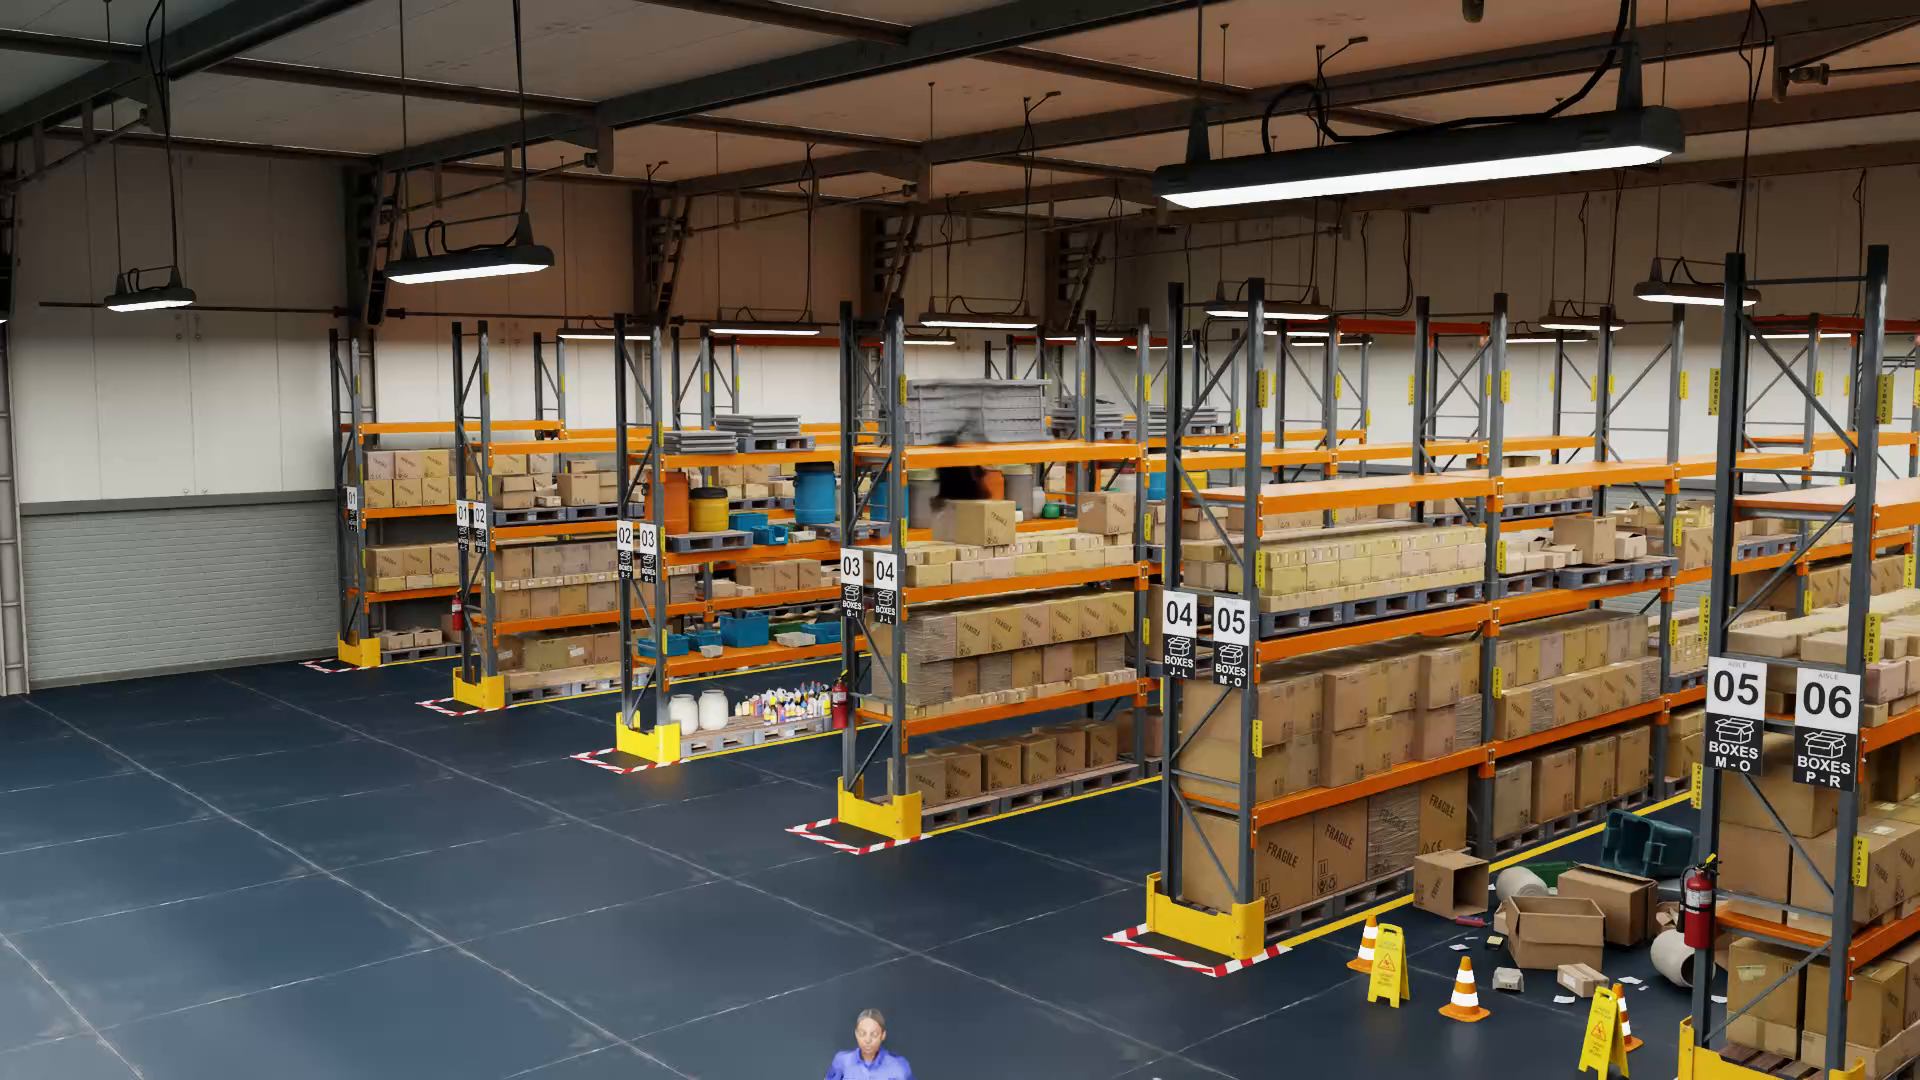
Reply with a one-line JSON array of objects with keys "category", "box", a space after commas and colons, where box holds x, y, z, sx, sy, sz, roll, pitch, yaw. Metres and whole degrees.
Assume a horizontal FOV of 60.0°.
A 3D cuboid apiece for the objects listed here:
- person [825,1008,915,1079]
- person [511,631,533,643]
[{"category": "person", "box": [-0.508, 3.446, 9.399, 0.577, 1.643, 0.740, 0, 6, 4]}, {"category": "person", "box": [-7.475, 1.499, 28.442, 0.844, 1.689, 0.611, -5, 8, -44]}]
